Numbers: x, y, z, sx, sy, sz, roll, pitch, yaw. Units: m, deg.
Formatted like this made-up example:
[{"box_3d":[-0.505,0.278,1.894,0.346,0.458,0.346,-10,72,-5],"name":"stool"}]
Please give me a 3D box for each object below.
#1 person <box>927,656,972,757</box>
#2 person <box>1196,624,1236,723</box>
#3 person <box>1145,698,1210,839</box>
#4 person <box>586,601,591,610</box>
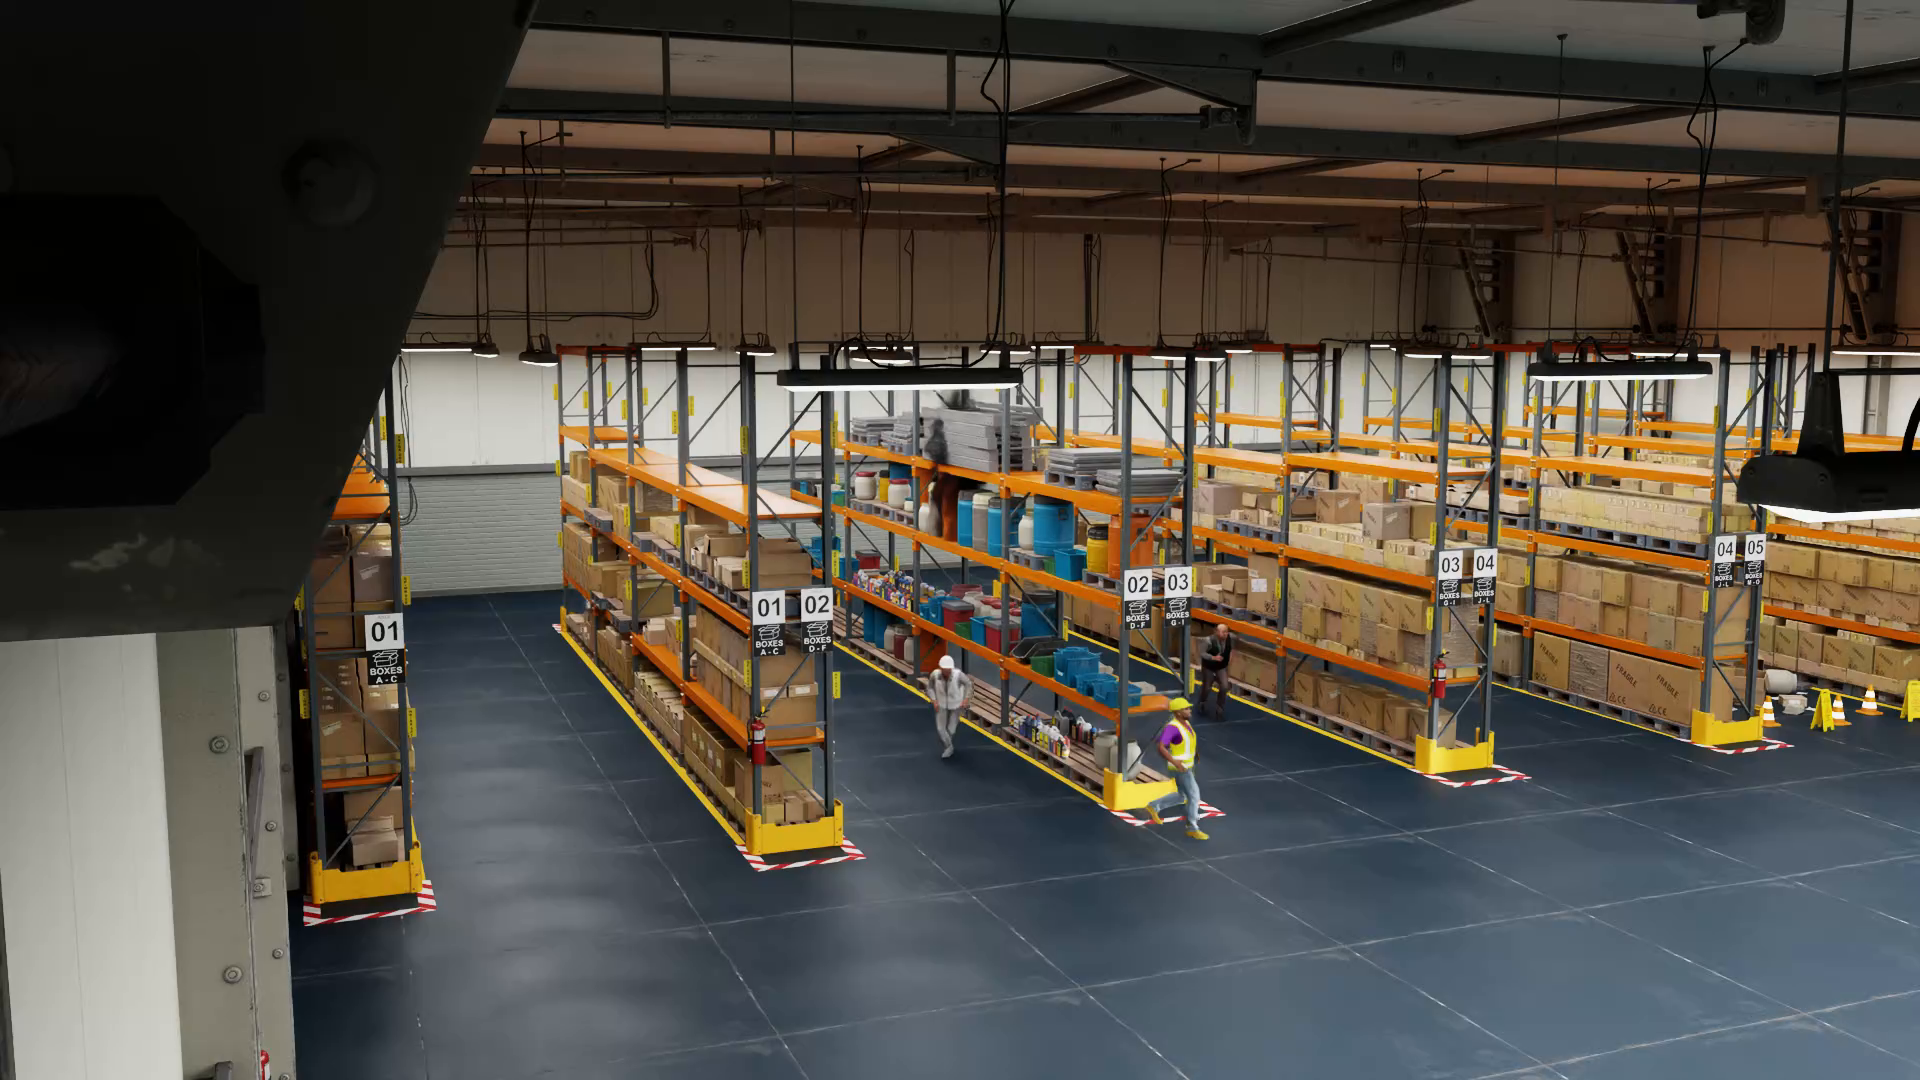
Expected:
[{"box_3d":[-0.152,2.433,24.570,0.673,1.588,0.963,0,7,4],"name":"person"},{"box_3d":[4.142,2.129,27.033,0.698,1.673,0.992,-2,7,-14],"name":"person"},{"box_3d":[2.735,2.845,20.835,0.845,1.774,0.746,2,8,18],"name":"person"},{"box_3d":[-7.968,0.847,36.366,0.543,1.747,0.684,-2,7,-13],"name":"person"}]
